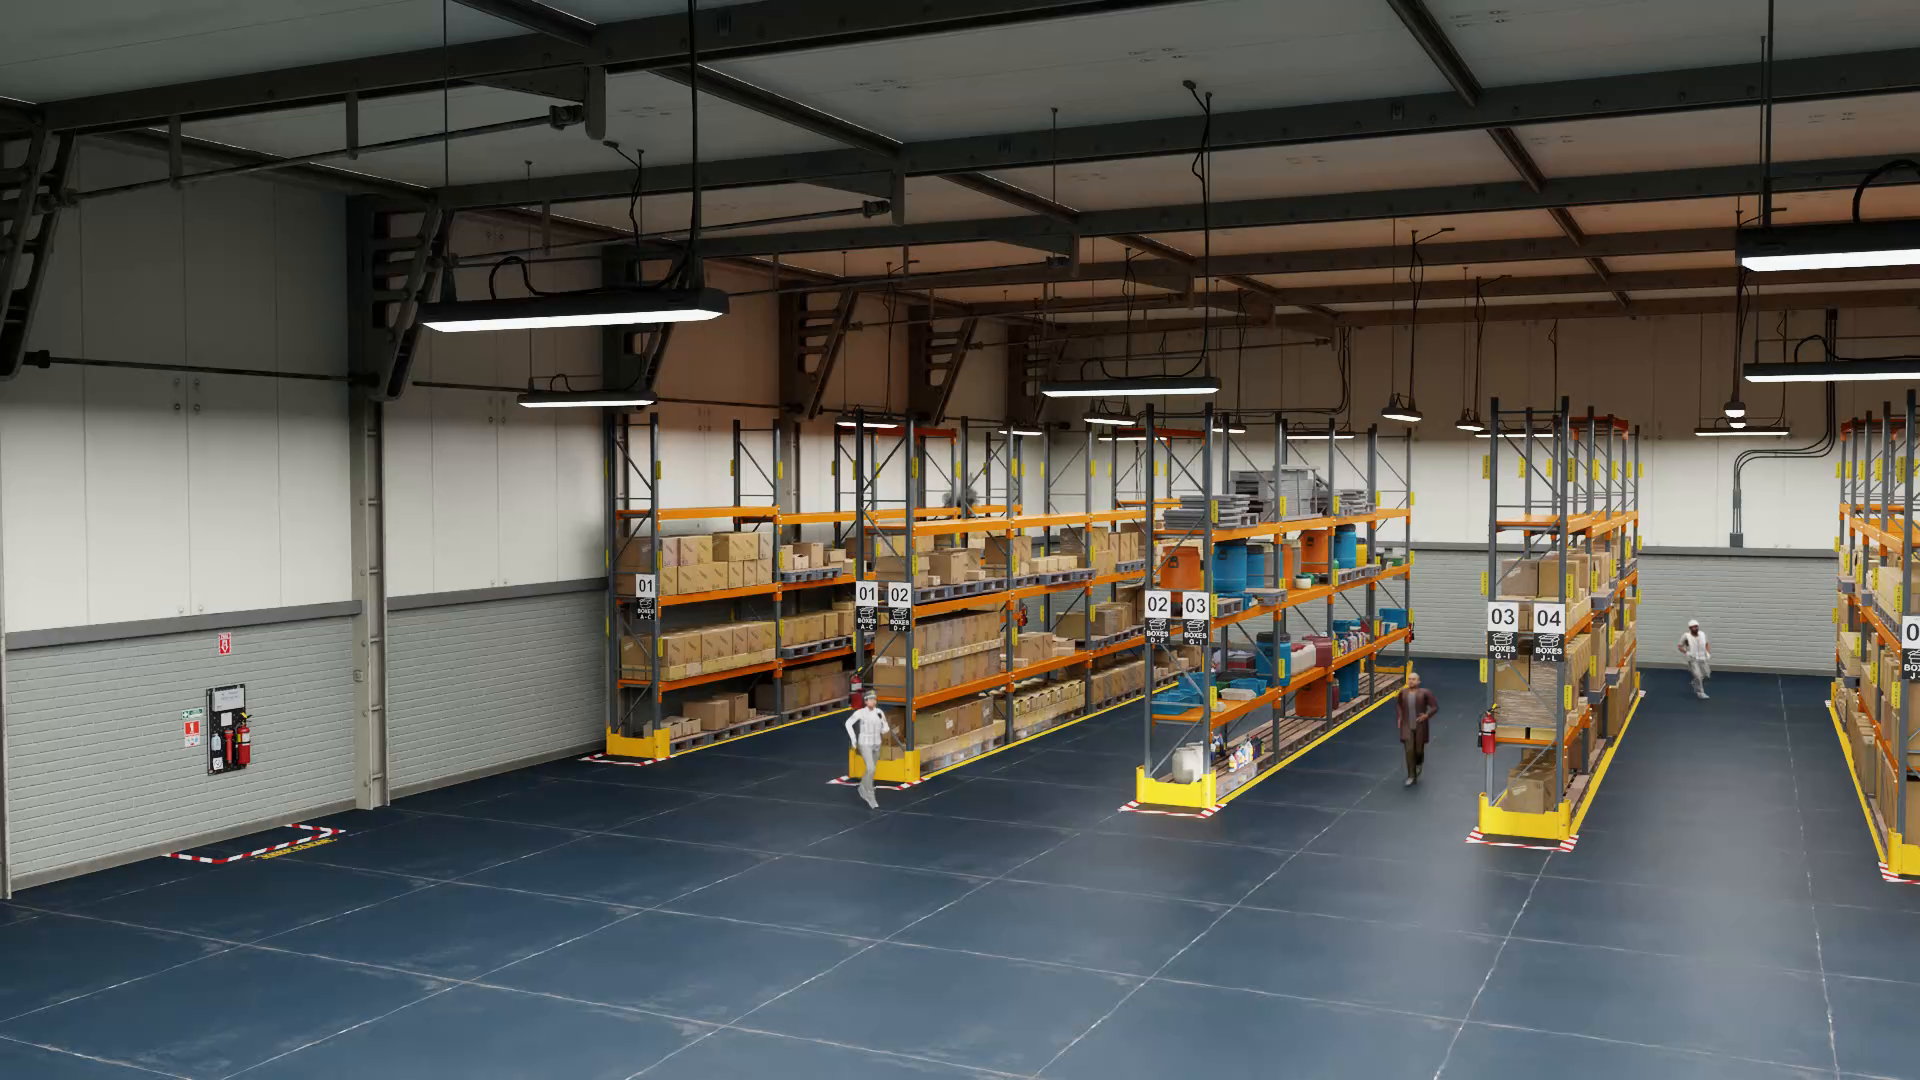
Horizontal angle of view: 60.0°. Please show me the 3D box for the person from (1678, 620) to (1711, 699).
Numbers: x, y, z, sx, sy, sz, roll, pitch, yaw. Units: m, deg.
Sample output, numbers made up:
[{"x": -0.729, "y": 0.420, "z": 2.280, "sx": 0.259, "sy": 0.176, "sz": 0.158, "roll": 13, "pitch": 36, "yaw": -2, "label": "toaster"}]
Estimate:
[{"x": 16.097, "y": 2.612, "z": 36.449, "sx": 0.707, "sy": 1.727, "sz": 0.585, "roll": 0, "pitch": 2, "yaw": -1, "label": "person"}]

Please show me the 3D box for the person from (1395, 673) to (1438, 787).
[{"x": 7.287, "y": 3.010, "z": 26.623, "sx": 0.697, "sy": 1.775, "sz": 0.858, "roll": 1, "pitch": 3, "yaw": 27, "label": "person"}]

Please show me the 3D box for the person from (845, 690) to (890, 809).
[{"x": -1.360, "y": 3.106, "z": 24.894, "sx": 0.589, "sy": 1.745, "sz": 0.753, "roll": -2, "pitch": 3, "yaw": -35, "label": "person"}]

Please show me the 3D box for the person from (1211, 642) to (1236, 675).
[{"x": 5.220, "y": 2.783, "z": 32.879, "sx": 0.637, "sy": 1.626, "sz": 0.907, "roll": 1, "pitch": 3, "yaw": 23, "label": "person"}]
